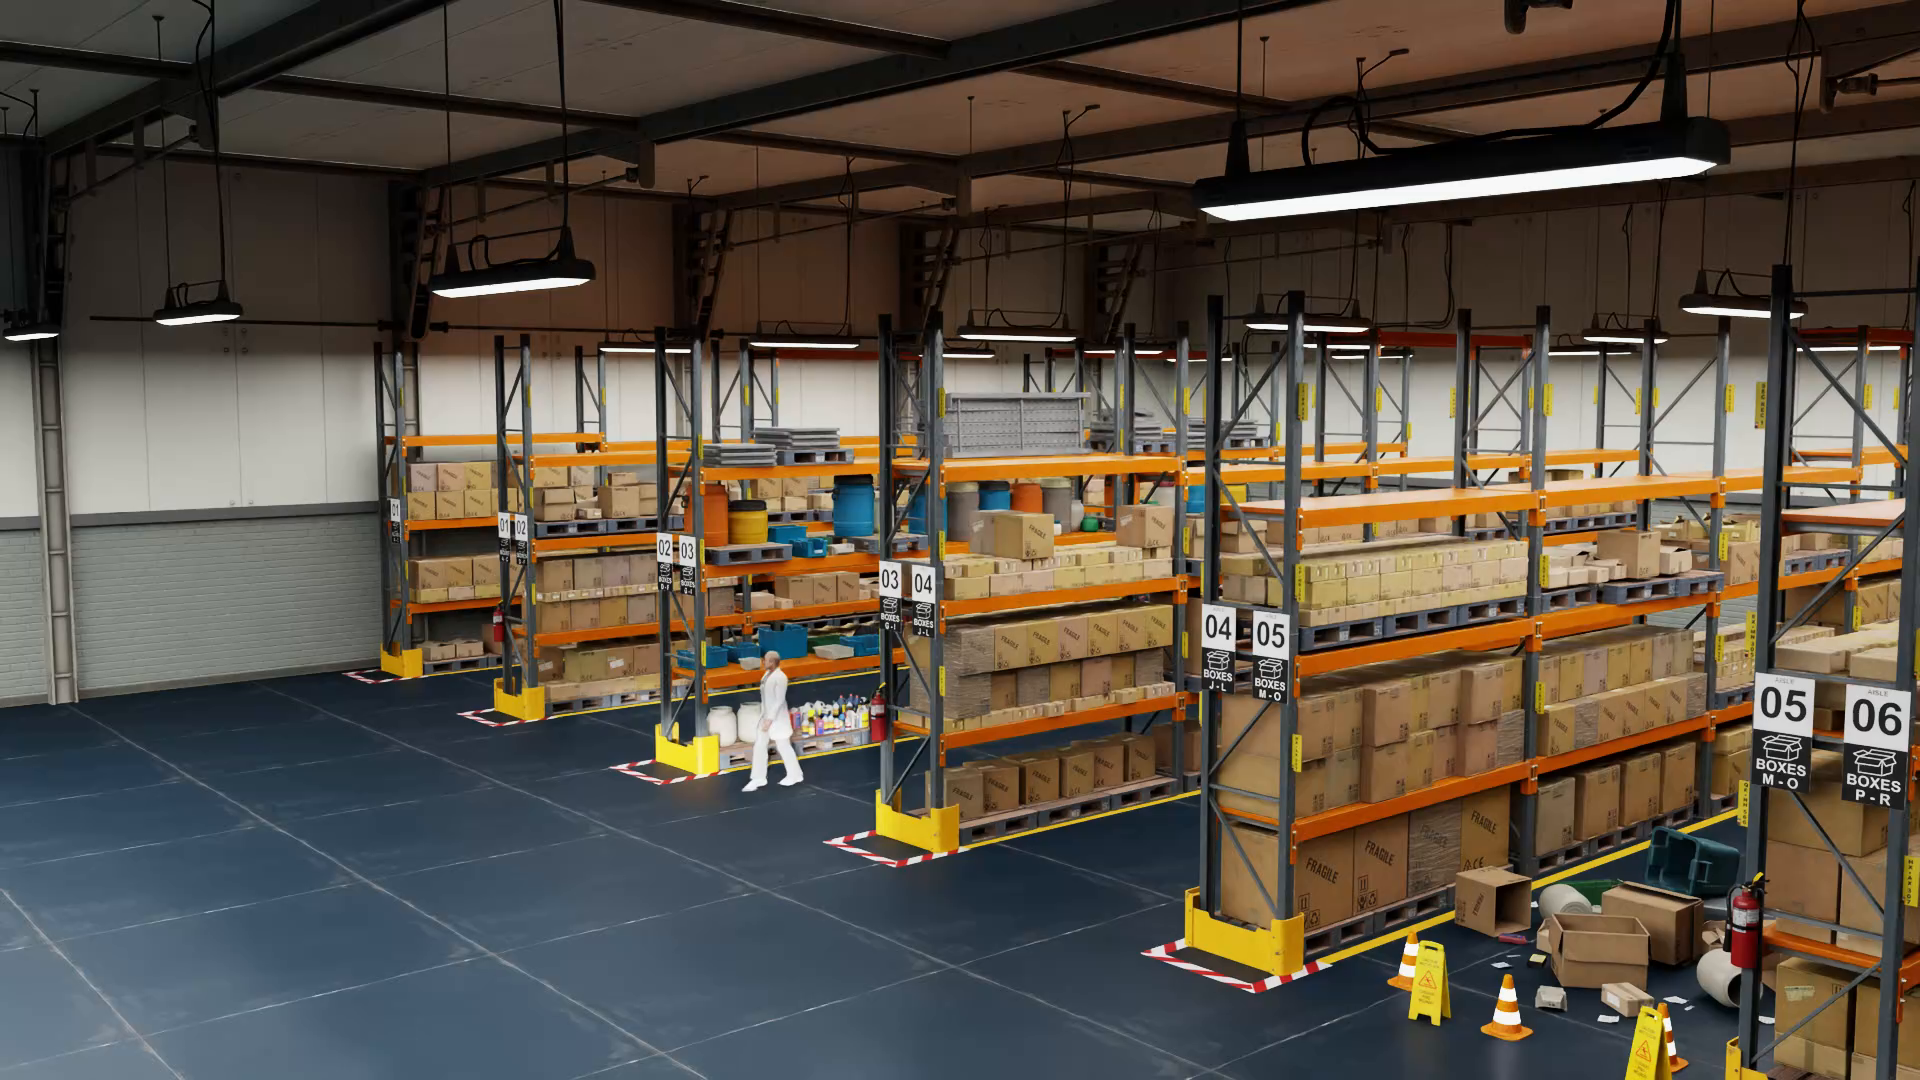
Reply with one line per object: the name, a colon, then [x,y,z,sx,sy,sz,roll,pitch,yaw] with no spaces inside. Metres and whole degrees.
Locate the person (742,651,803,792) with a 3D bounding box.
person: [-2.444,2.343,21.522,0.845,1.818,0.617,-4,6,-34]
